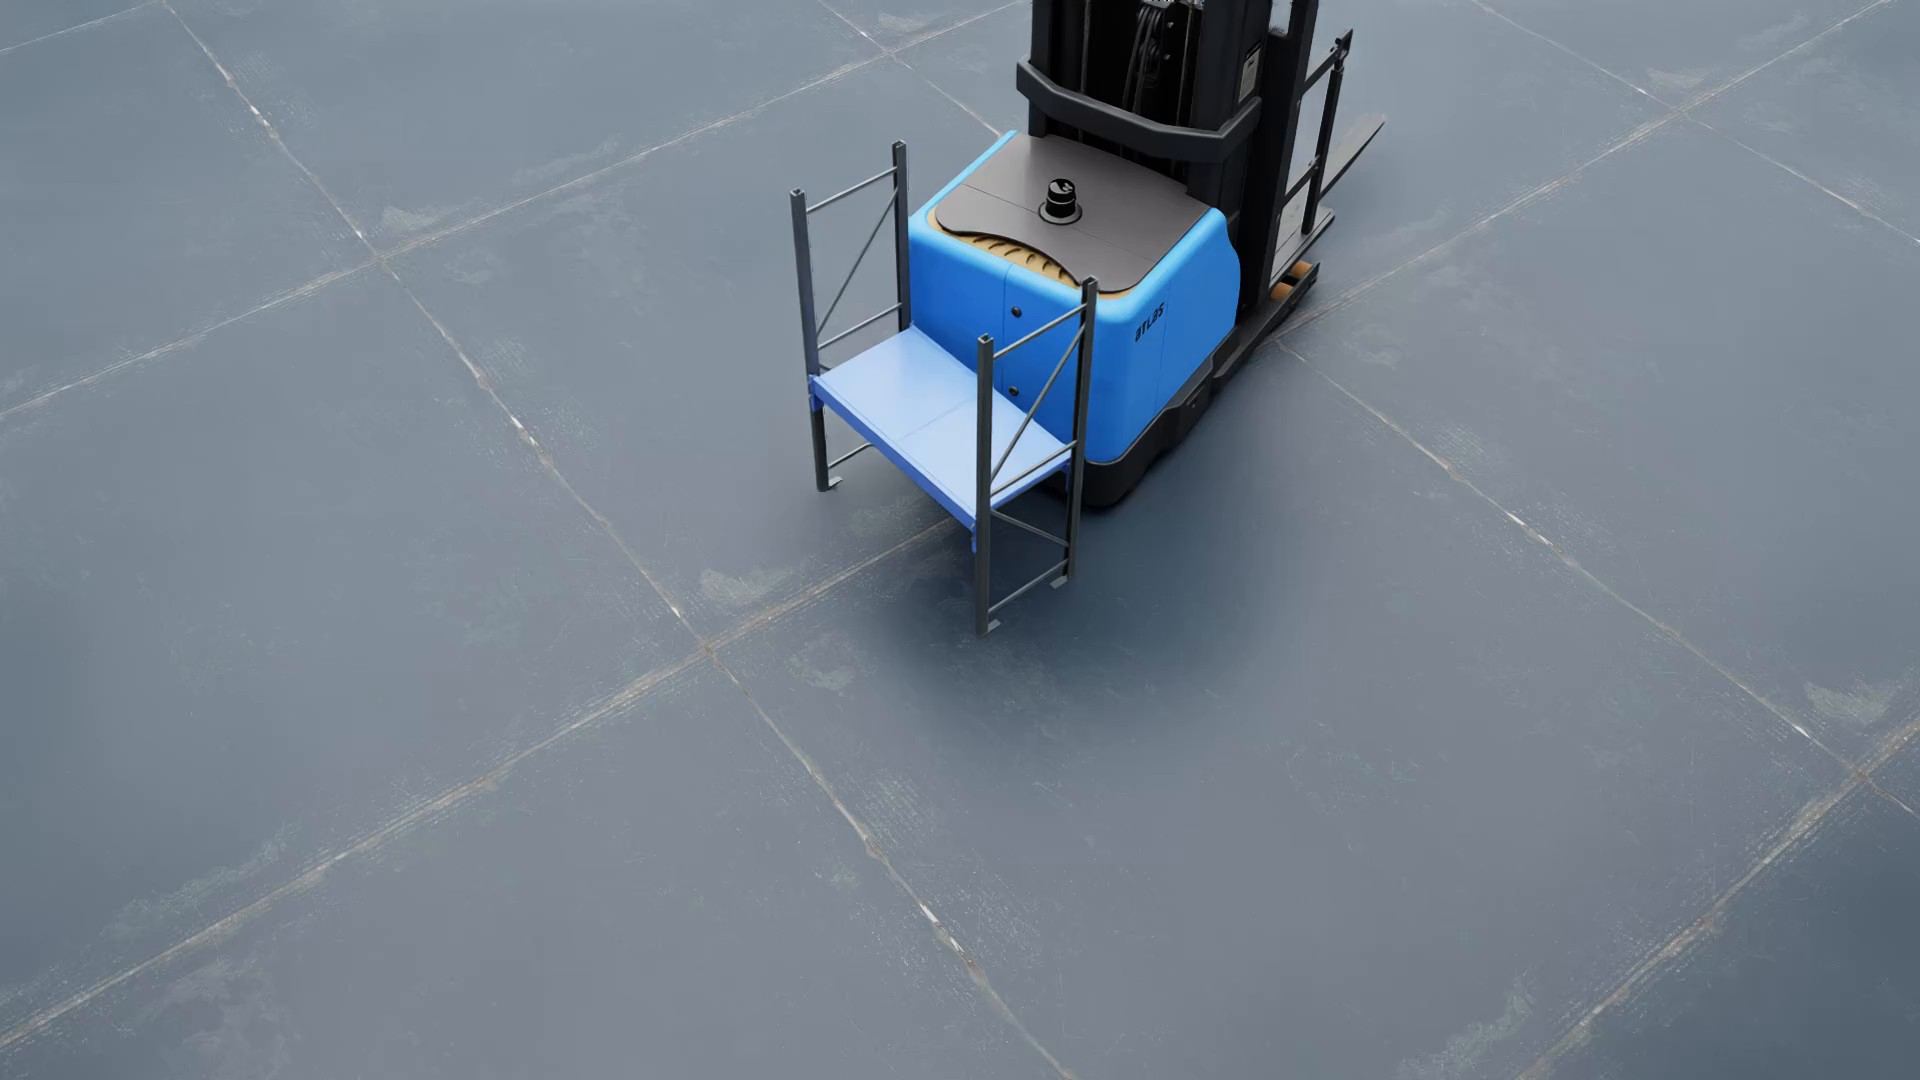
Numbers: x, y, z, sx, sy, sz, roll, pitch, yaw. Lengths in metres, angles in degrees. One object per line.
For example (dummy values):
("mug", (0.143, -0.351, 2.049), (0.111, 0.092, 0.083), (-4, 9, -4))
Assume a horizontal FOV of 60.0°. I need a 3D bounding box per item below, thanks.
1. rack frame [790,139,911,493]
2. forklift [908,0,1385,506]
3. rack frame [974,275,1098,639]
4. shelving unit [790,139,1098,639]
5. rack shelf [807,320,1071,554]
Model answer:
("rack frame", (-0.396, -0.826, 6.486), (0.500, 1.500, 0.032), (-32, 55, -26))
("forklift", (1.015, -2.187, 6.753), (1.130, 2.935, 3.031), (27, 53, 22))
("rack frame", (0.257, -0.249, 5.962), (0.500, 1.500, 0.032), (-32, 55, -26))
("shelving unit", (-0.070, -0.538, 6.224), (0.538, 1.500, 1.048), (-32, 55, -26))
("rack shelf", (-0.070, -0.417, 6.357), (0.538, 0.185, 1.000), (-32, 55, -26))
